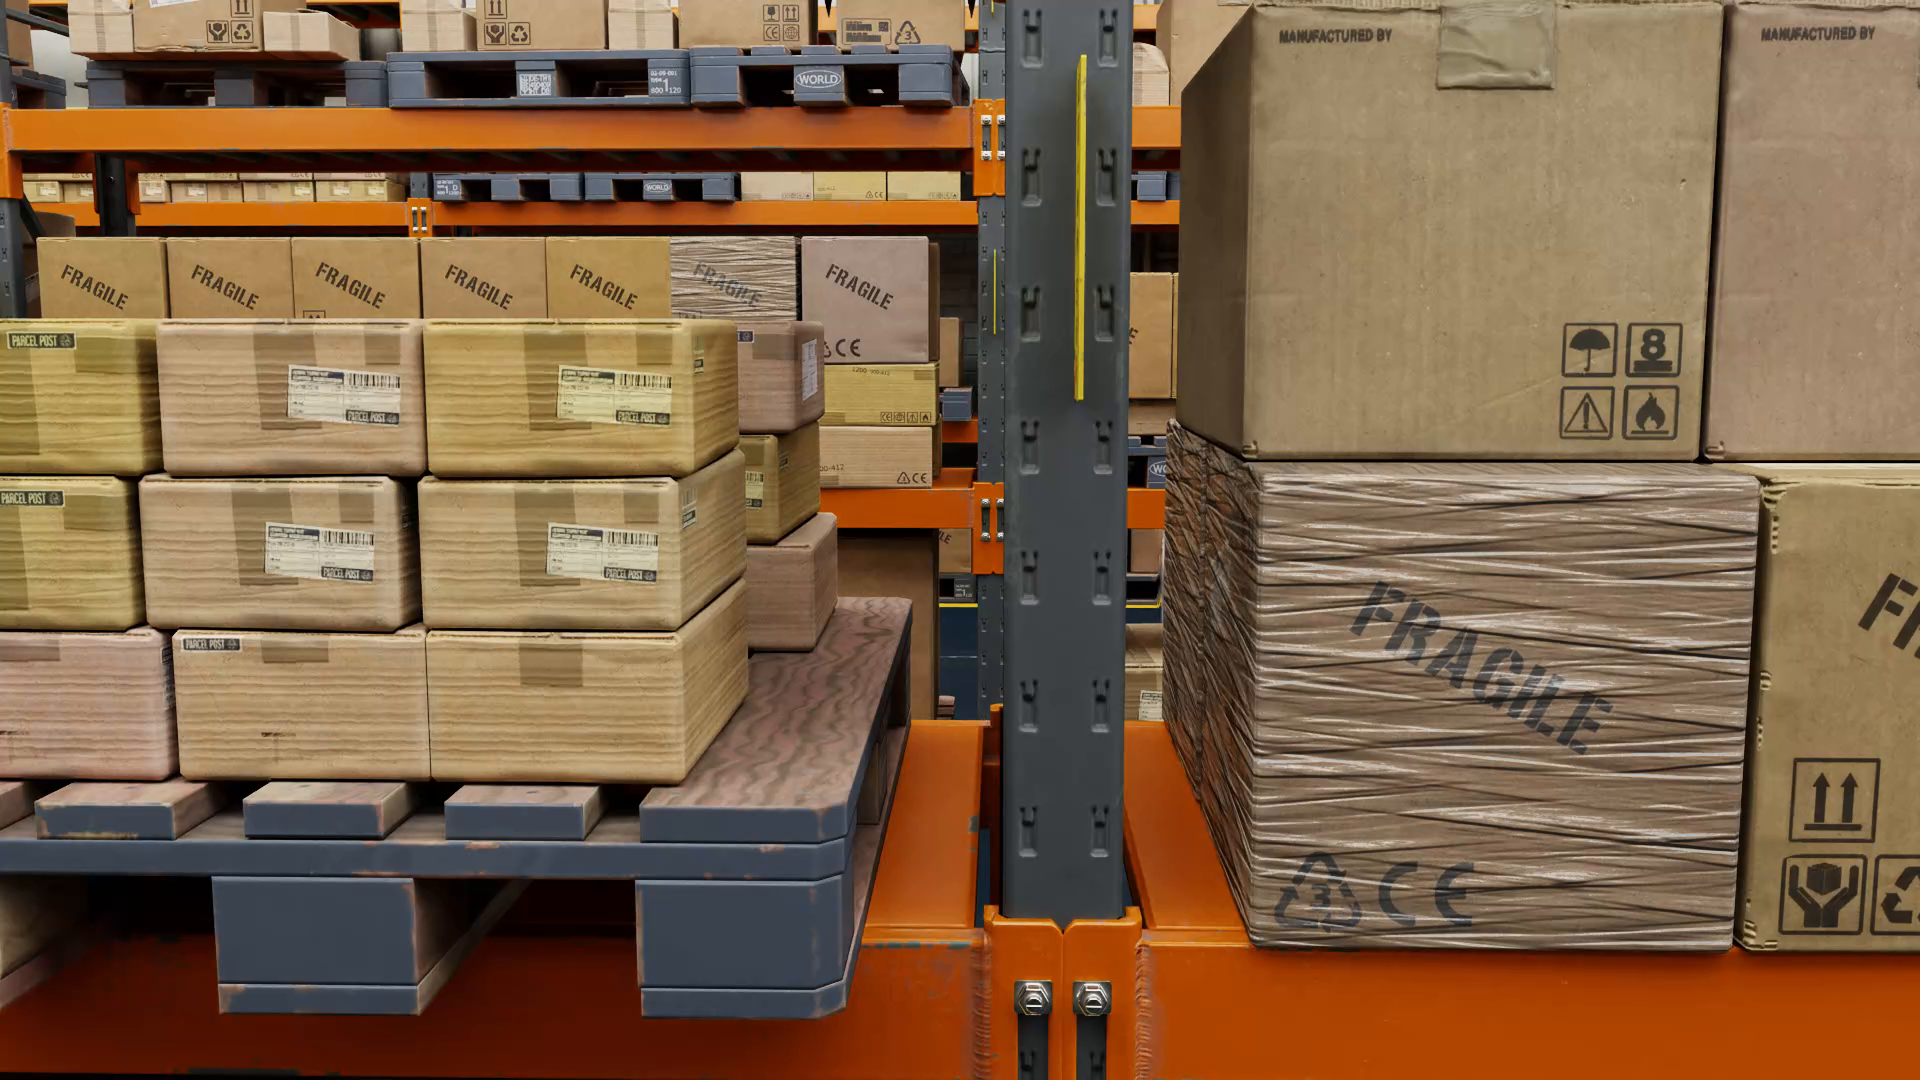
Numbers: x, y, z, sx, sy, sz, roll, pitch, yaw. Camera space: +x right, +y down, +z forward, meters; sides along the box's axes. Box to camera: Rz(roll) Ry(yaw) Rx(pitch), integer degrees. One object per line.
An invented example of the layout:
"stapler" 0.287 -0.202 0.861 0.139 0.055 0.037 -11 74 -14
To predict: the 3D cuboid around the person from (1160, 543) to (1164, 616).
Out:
"person" 1.449 0.214 10.151 0.462 0.889 0.878 0 7 -2
